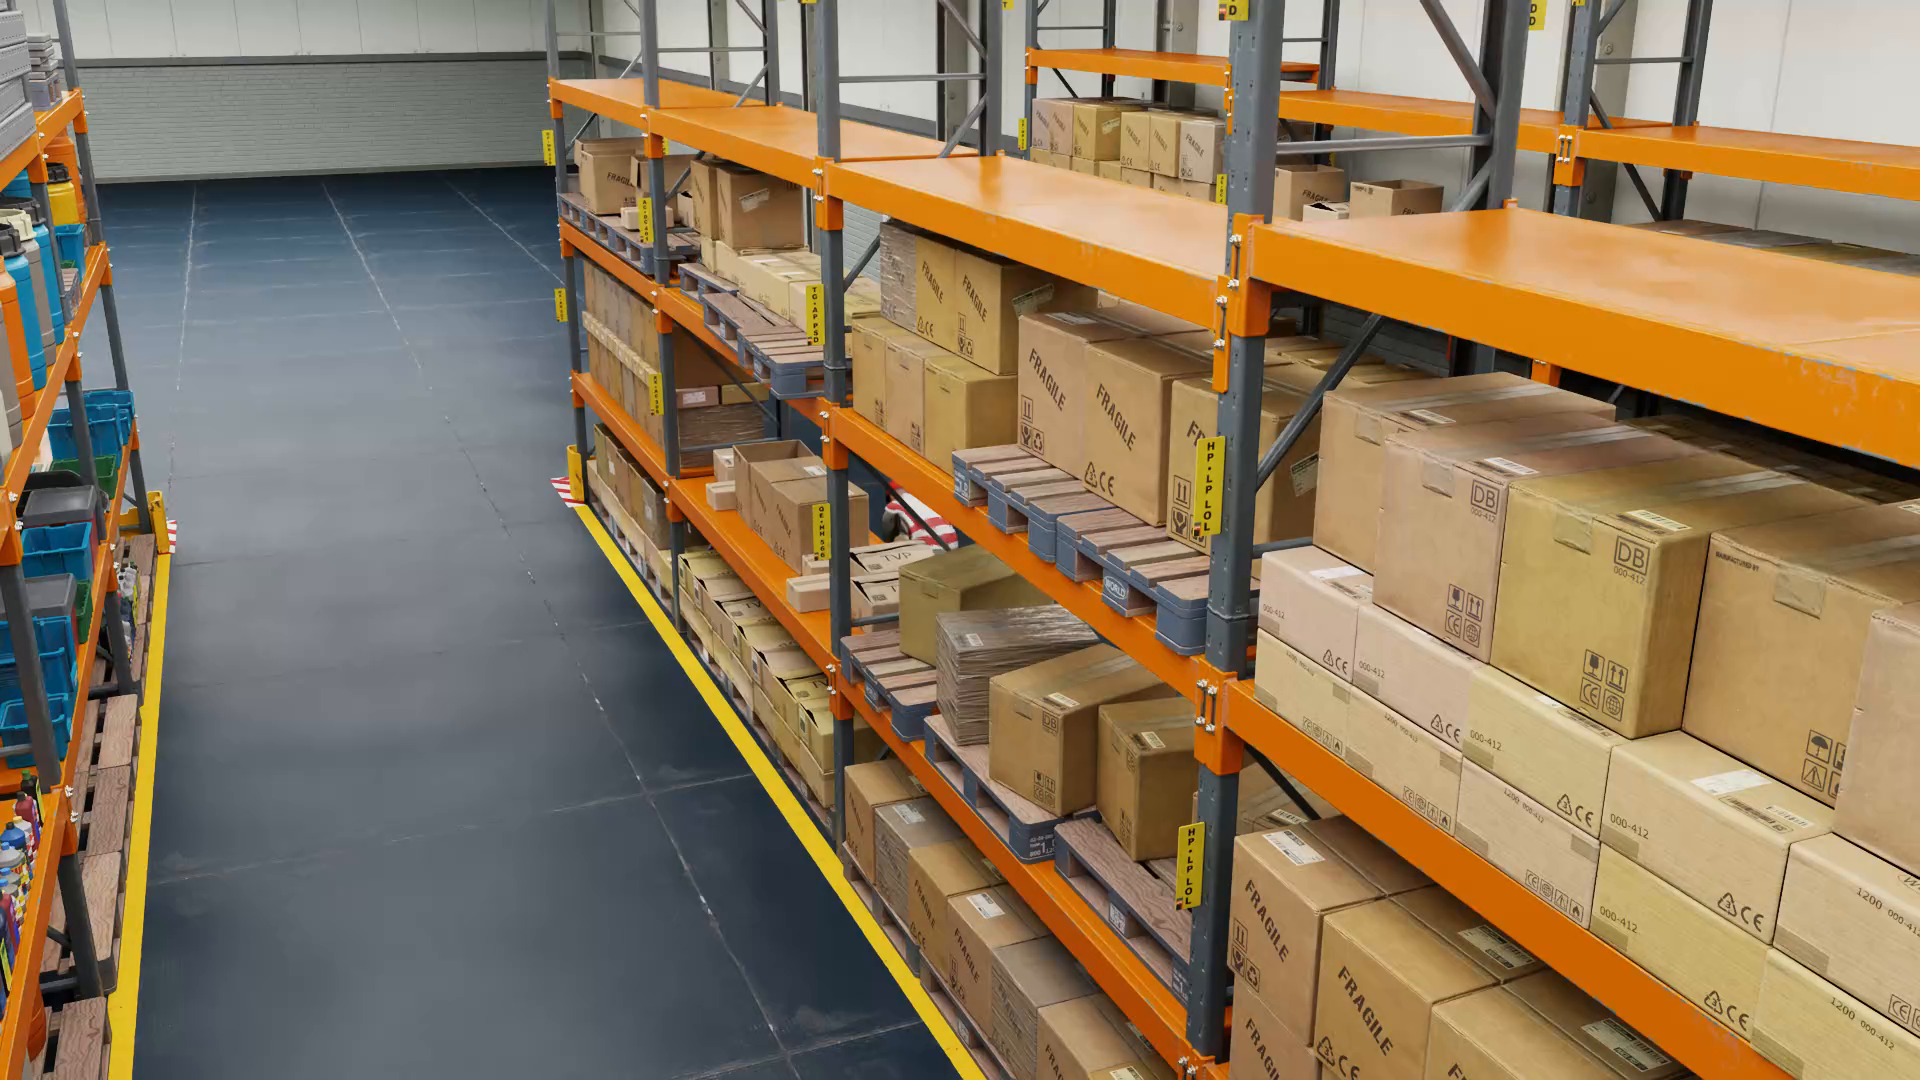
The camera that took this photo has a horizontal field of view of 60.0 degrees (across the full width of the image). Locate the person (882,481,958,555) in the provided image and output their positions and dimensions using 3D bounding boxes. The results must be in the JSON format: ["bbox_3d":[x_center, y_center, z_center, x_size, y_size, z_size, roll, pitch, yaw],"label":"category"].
[{"bbox_3d":[-0.356,0.048,13.956,0.533,0.991,0.912,-8,20,-24],"label":"person"}]
